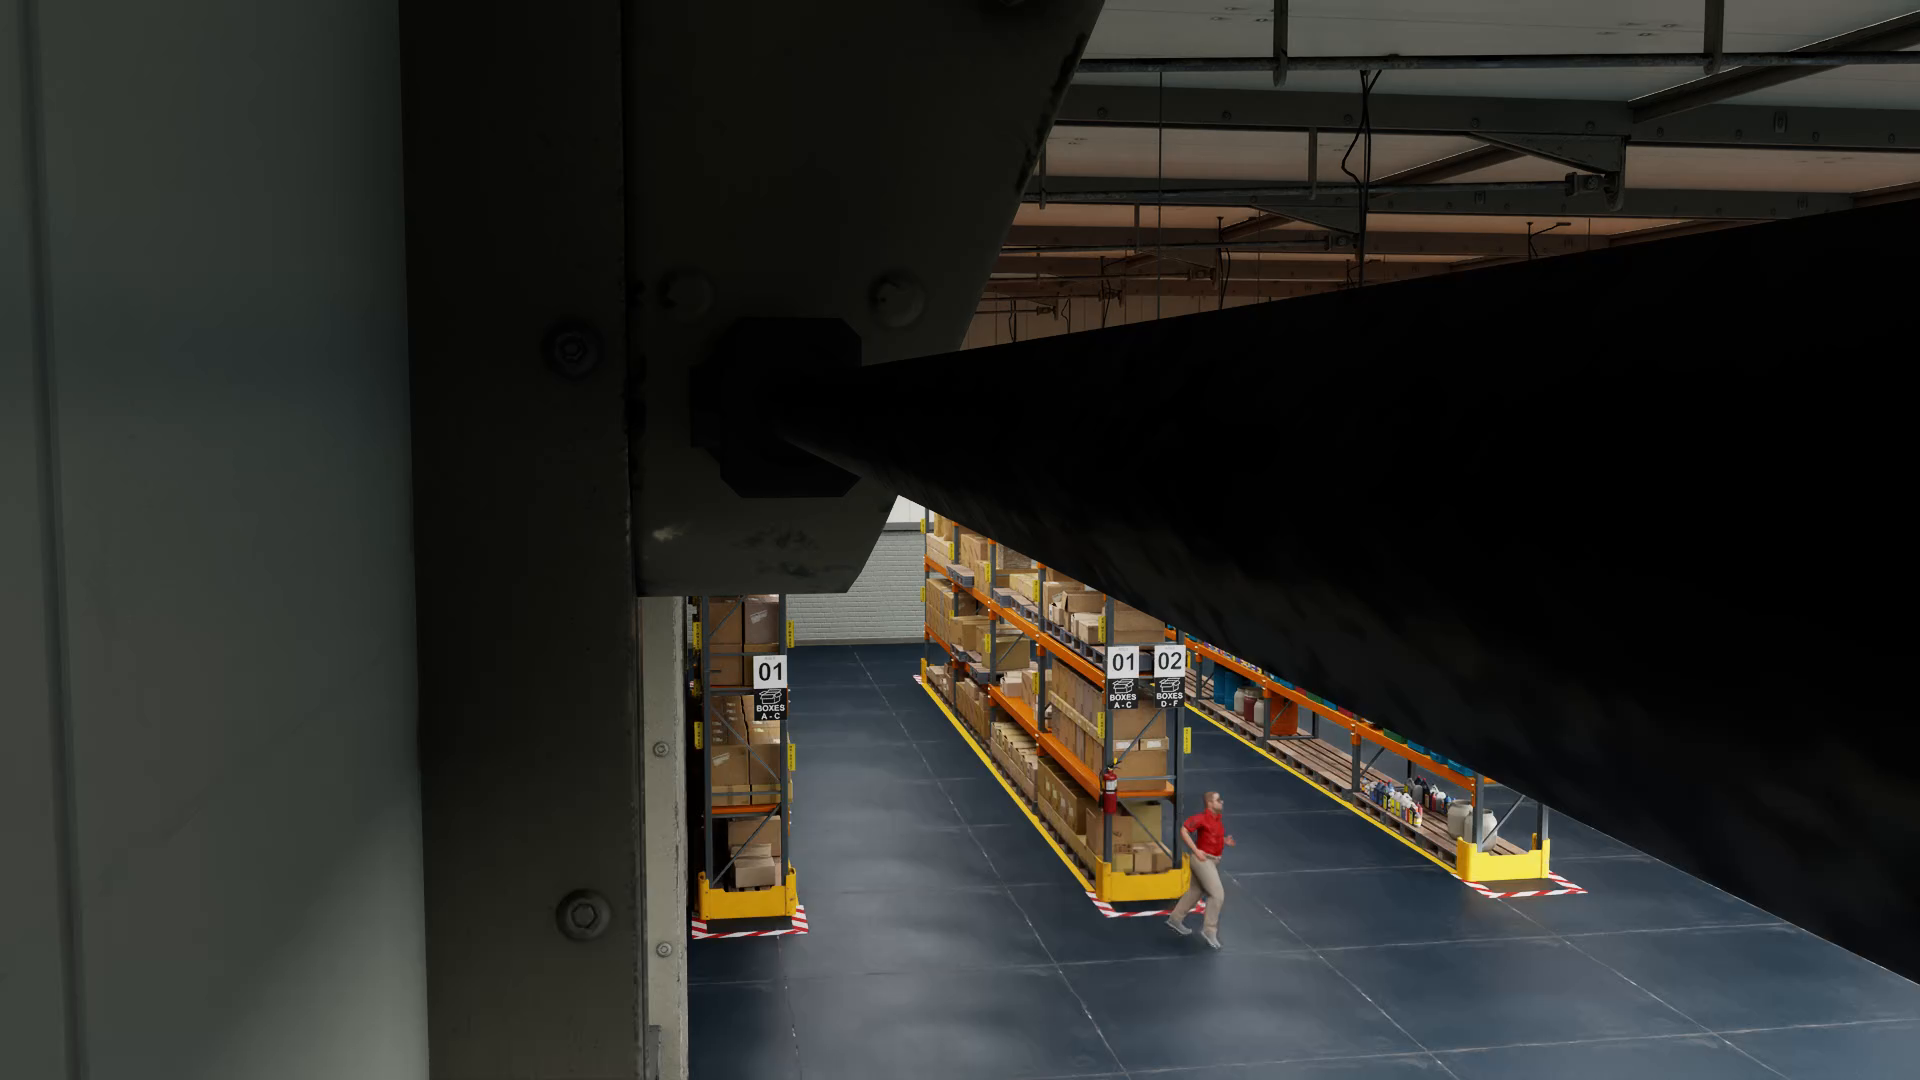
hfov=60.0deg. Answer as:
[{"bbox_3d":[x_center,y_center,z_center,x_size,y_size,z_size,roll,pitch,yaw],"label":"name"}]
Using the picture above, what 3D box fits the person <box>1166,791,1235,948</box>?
[{"bbox_3d":[2.813,3.793,19.338,0.783,1.790,0.644,2,5,22],"label":"person"}]
